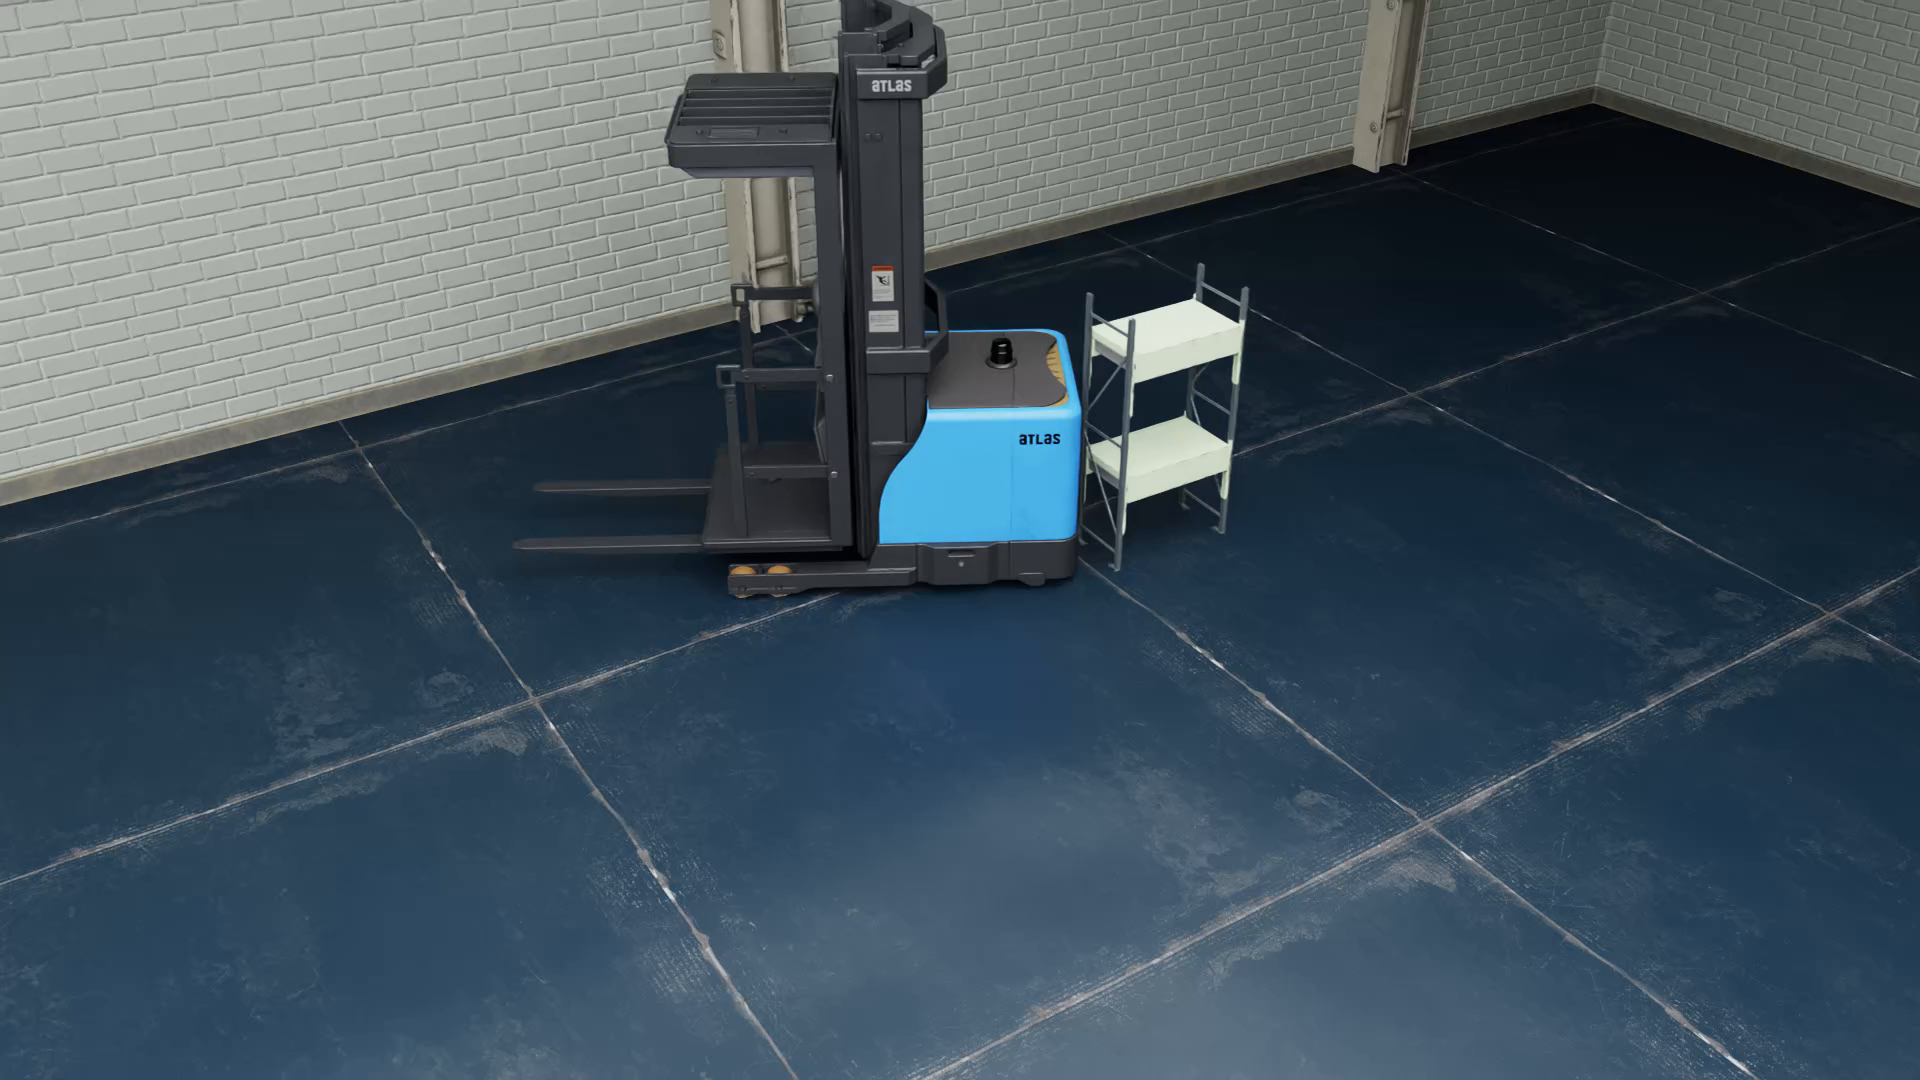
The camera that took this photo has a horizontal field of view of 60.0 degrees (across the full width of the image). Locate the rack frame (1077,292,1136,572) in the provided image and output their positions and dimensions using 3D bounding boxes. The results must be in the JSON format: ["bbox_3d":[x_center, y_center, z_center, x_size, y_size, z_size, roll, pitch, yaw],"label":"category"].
[{"bbox_3d":[0.765,-0.552,8.841,0.023,1.500,0.400,-18,37,-26],"label":"rack frame"}]

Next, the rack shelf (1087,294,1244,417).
[{"bbox_3d":[1.076,-0.985,8.796,0.720,0.370,0.431,-18,37,-26],"label":"rack shelf"}]

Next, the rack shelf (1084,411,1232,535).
[{"bbox_3d":[1.076,-0.379,9.178,0.720,0.370,0.431,-18,37,-26],"label":"rack shelf"}]

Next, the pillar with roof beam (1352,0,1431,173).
[{"bbox_3d":[6.011,-5.185,9.157,0.400,9.000,9.100,-19,37,-27],"label":"pillar with roof beam"}]

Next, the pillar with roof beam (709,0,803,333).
[{"bbox_3d":[0.968,-3.451,6.408,0.400,9.000,9.100,-19,37,-27],"label":"pillar with roof beam"}]

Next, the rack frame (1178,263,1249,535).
[{"bbox_3d":[1.388,-0.758,9.167,0.023,1.500,0.400,-18,37,-26],"label":"rack frame"}]

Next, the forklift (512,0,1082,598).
[{"bbox_3d":[-0.896,-1.220,8.559,3.031,2.935,1.130,-1,32,-2],"label":"forklift"}]

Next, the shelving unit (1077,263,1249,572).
[{"bbox_3d":[1.076,-0.655,9.004,0.755,1.500,0.431,-18,37,-26],"label":"shelving unit"}]
